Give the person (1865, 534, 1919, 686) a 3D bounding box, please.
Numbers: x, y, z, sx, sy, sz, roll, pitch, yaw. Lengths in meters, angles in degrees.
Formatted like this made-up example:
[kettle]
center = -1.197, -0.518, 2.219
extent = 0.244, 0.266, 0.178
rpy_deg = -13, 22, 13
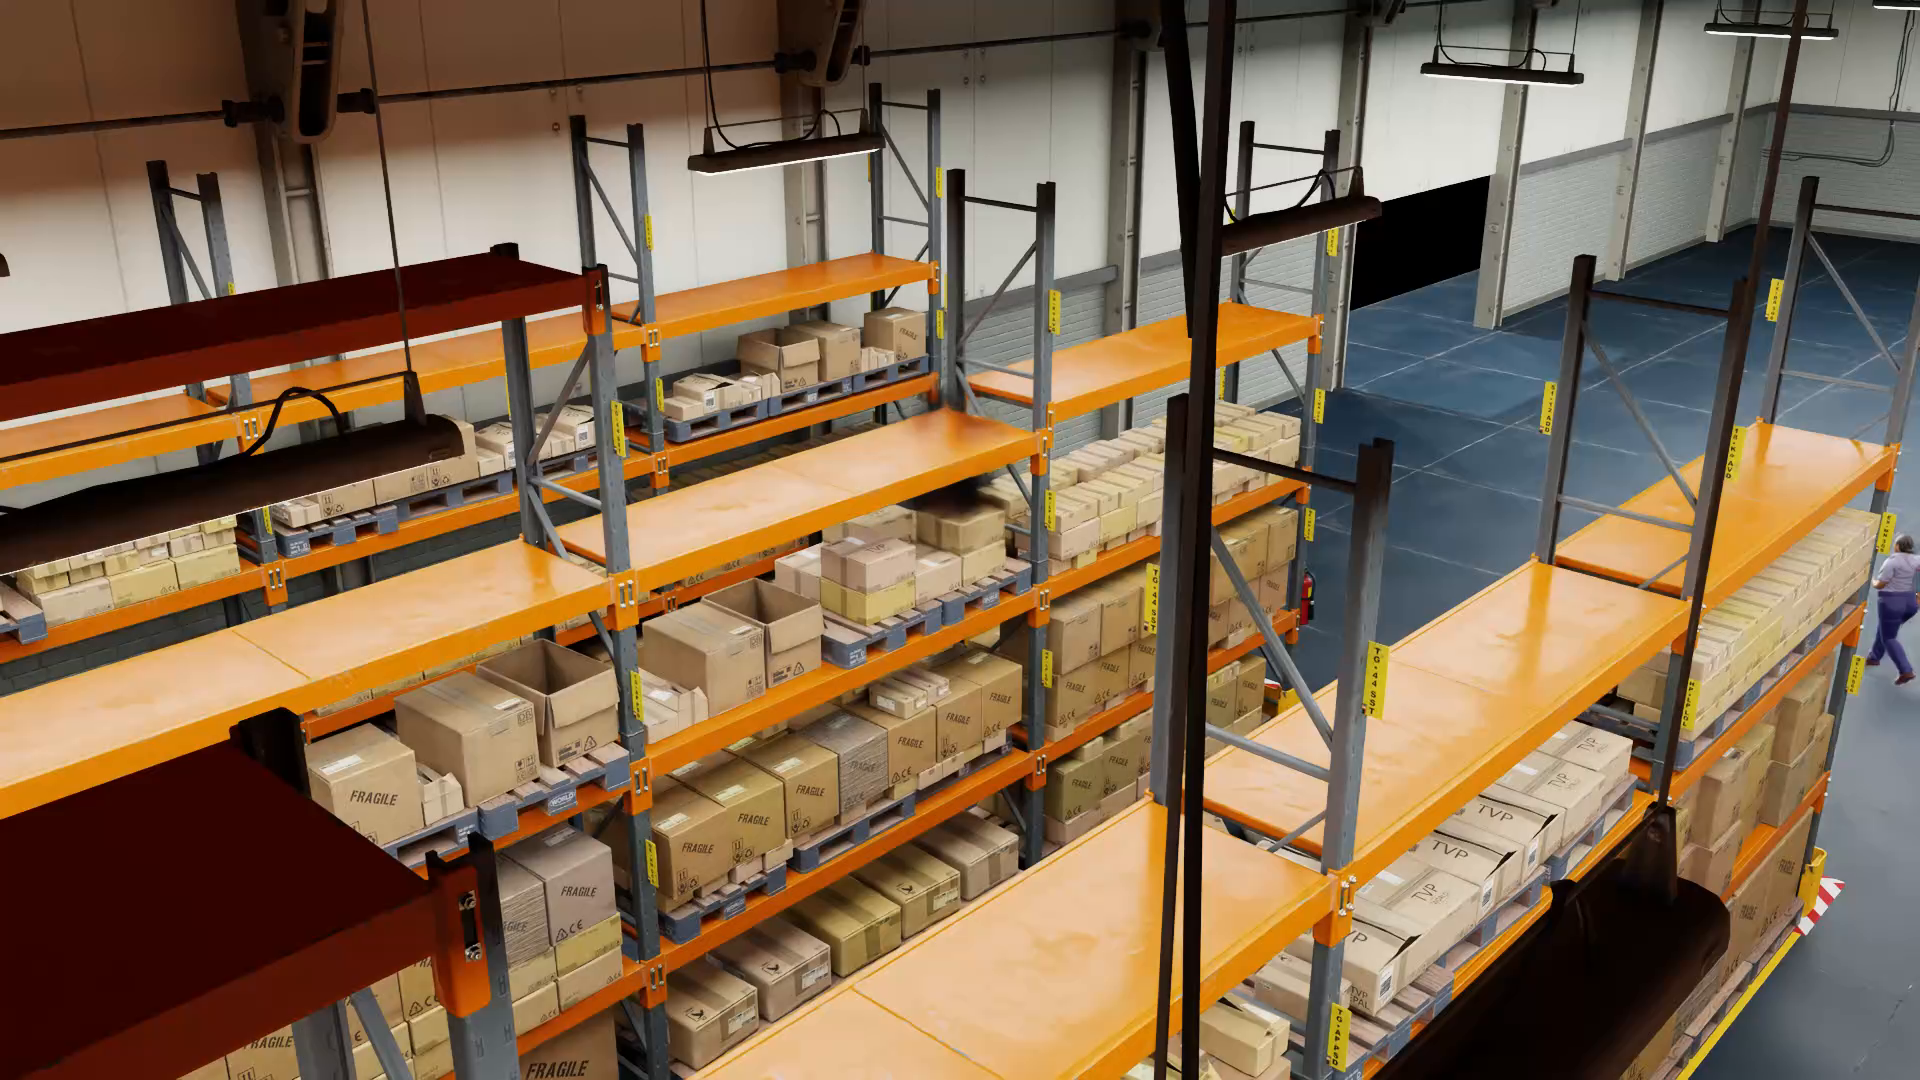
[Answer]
[person]
center = 10.062, 0.746, 17.849
extent = 0.554, 1.661, 0.900
rpy_deg = -5, 22, -13
